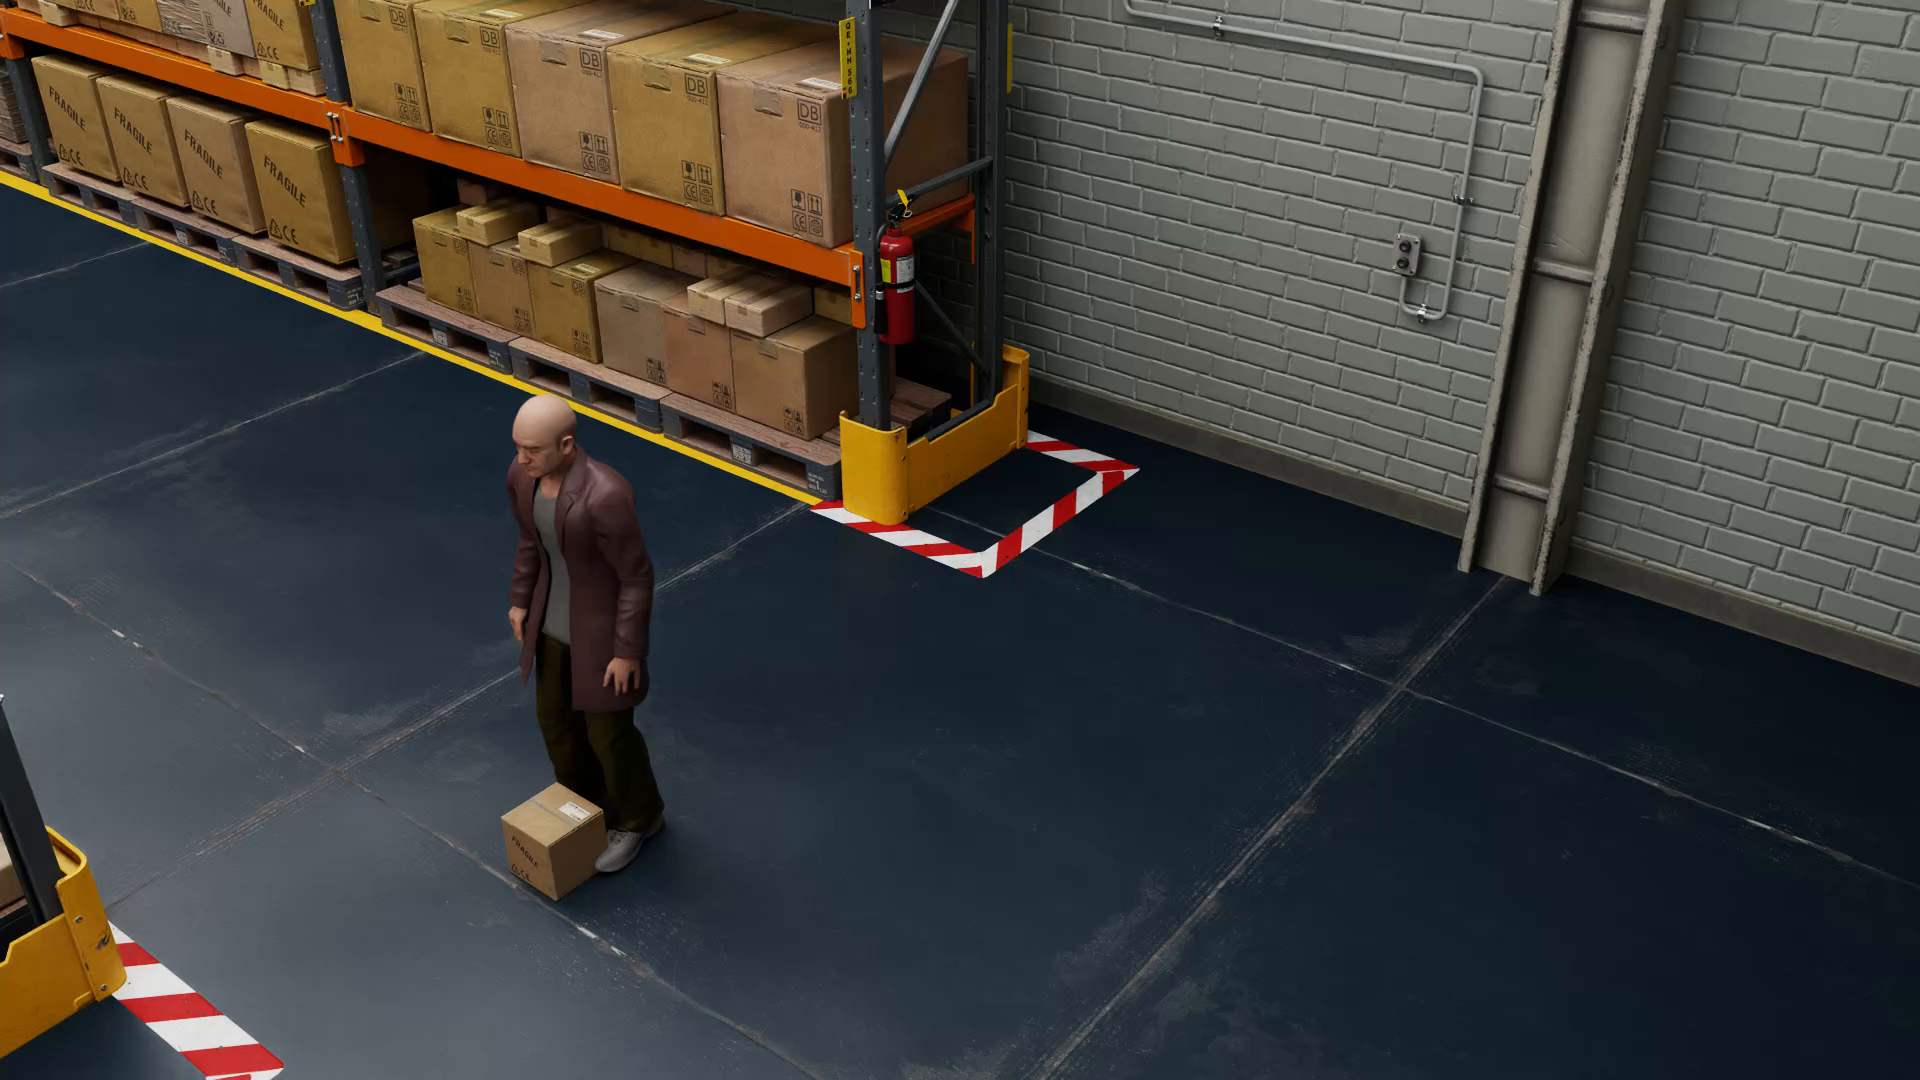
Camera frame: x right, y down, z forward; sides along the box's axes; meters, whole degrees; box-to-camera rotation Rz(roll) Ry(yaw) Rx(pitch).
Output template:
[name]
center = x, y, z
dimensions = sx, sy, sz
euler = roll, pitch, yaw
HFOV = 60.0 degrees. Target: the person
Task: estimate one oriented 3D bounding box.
[person]
center = -1.284, 0.299, 5.638
dimensions = 0.644, 1.774, 0.425
euler = 21, 37, 32
